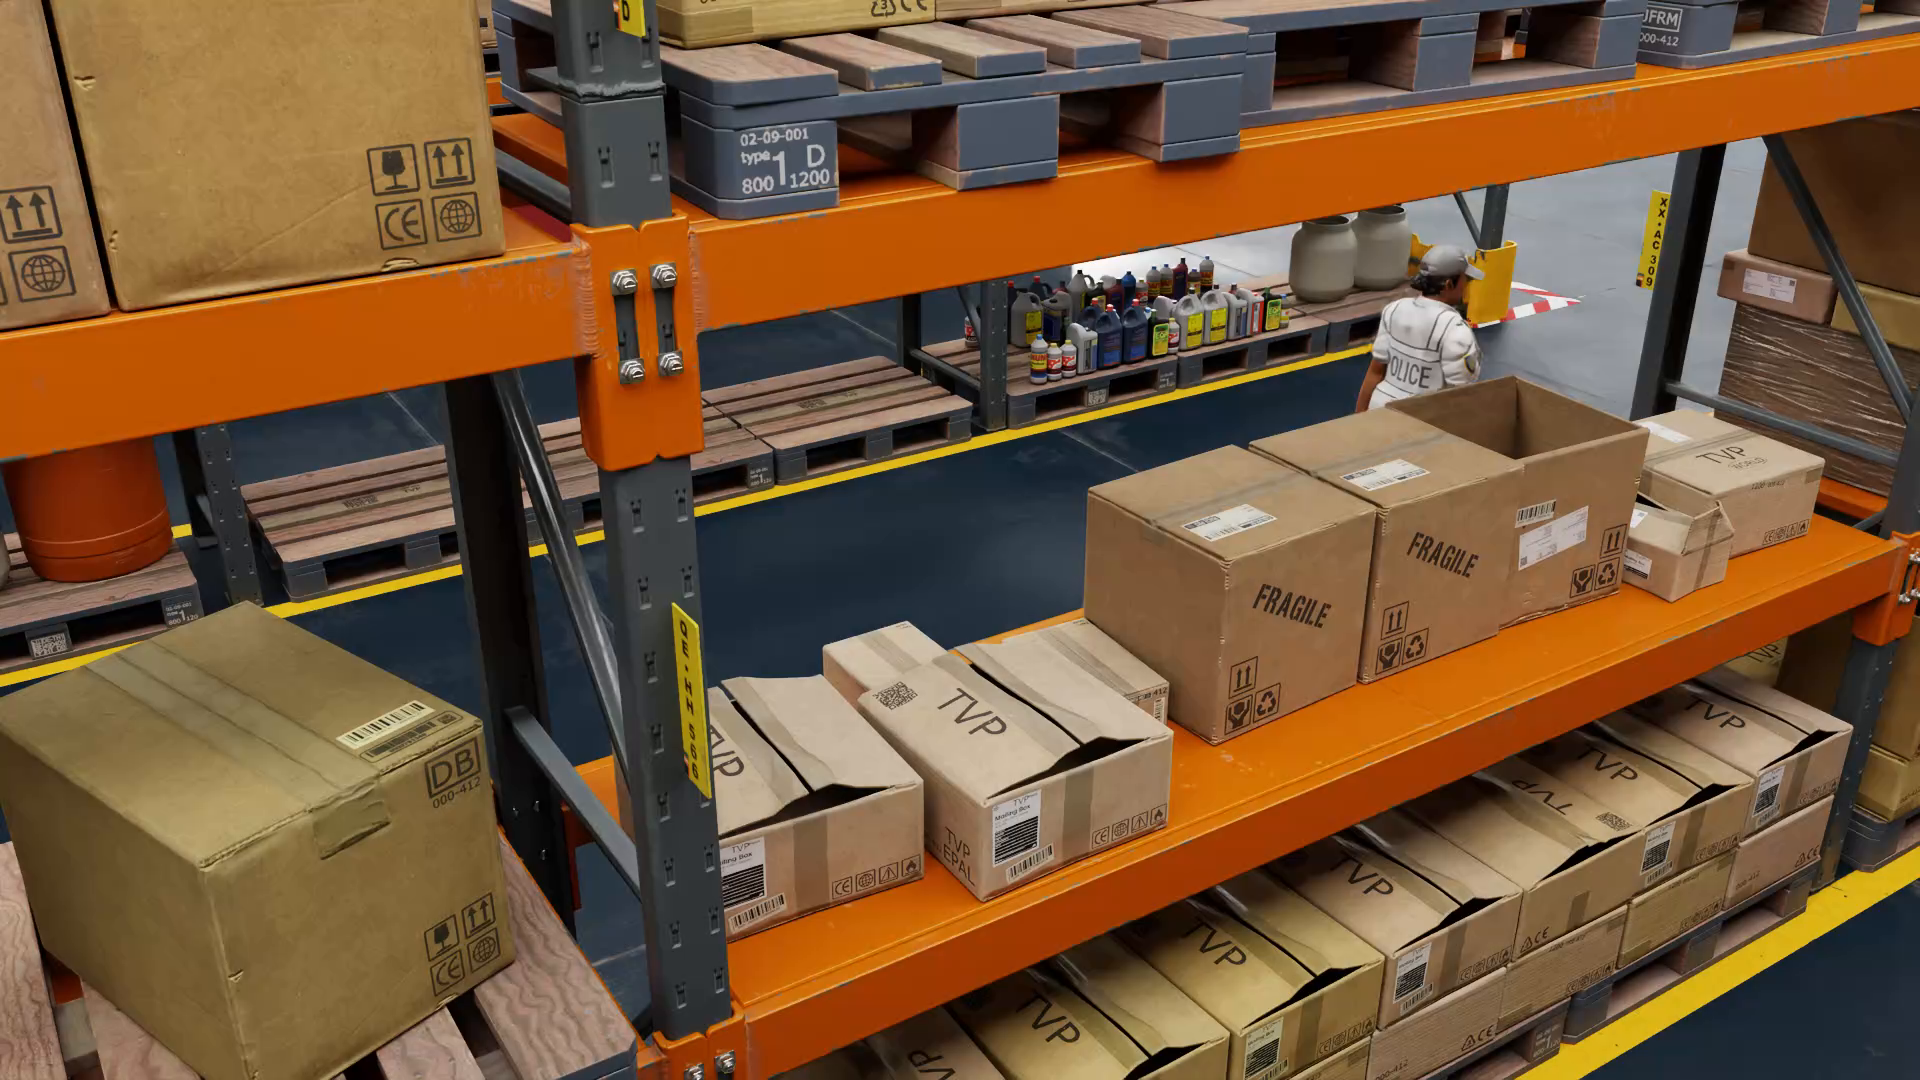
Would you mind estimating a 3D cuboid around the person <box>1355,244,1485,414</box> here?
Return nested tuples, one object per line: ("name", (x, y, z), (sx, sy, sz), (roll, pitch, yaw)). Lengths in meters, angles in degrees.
("person", (1.995, -0.477, 7.130), (1.036, 1.607, 0.523), (-11, 27, -22))
